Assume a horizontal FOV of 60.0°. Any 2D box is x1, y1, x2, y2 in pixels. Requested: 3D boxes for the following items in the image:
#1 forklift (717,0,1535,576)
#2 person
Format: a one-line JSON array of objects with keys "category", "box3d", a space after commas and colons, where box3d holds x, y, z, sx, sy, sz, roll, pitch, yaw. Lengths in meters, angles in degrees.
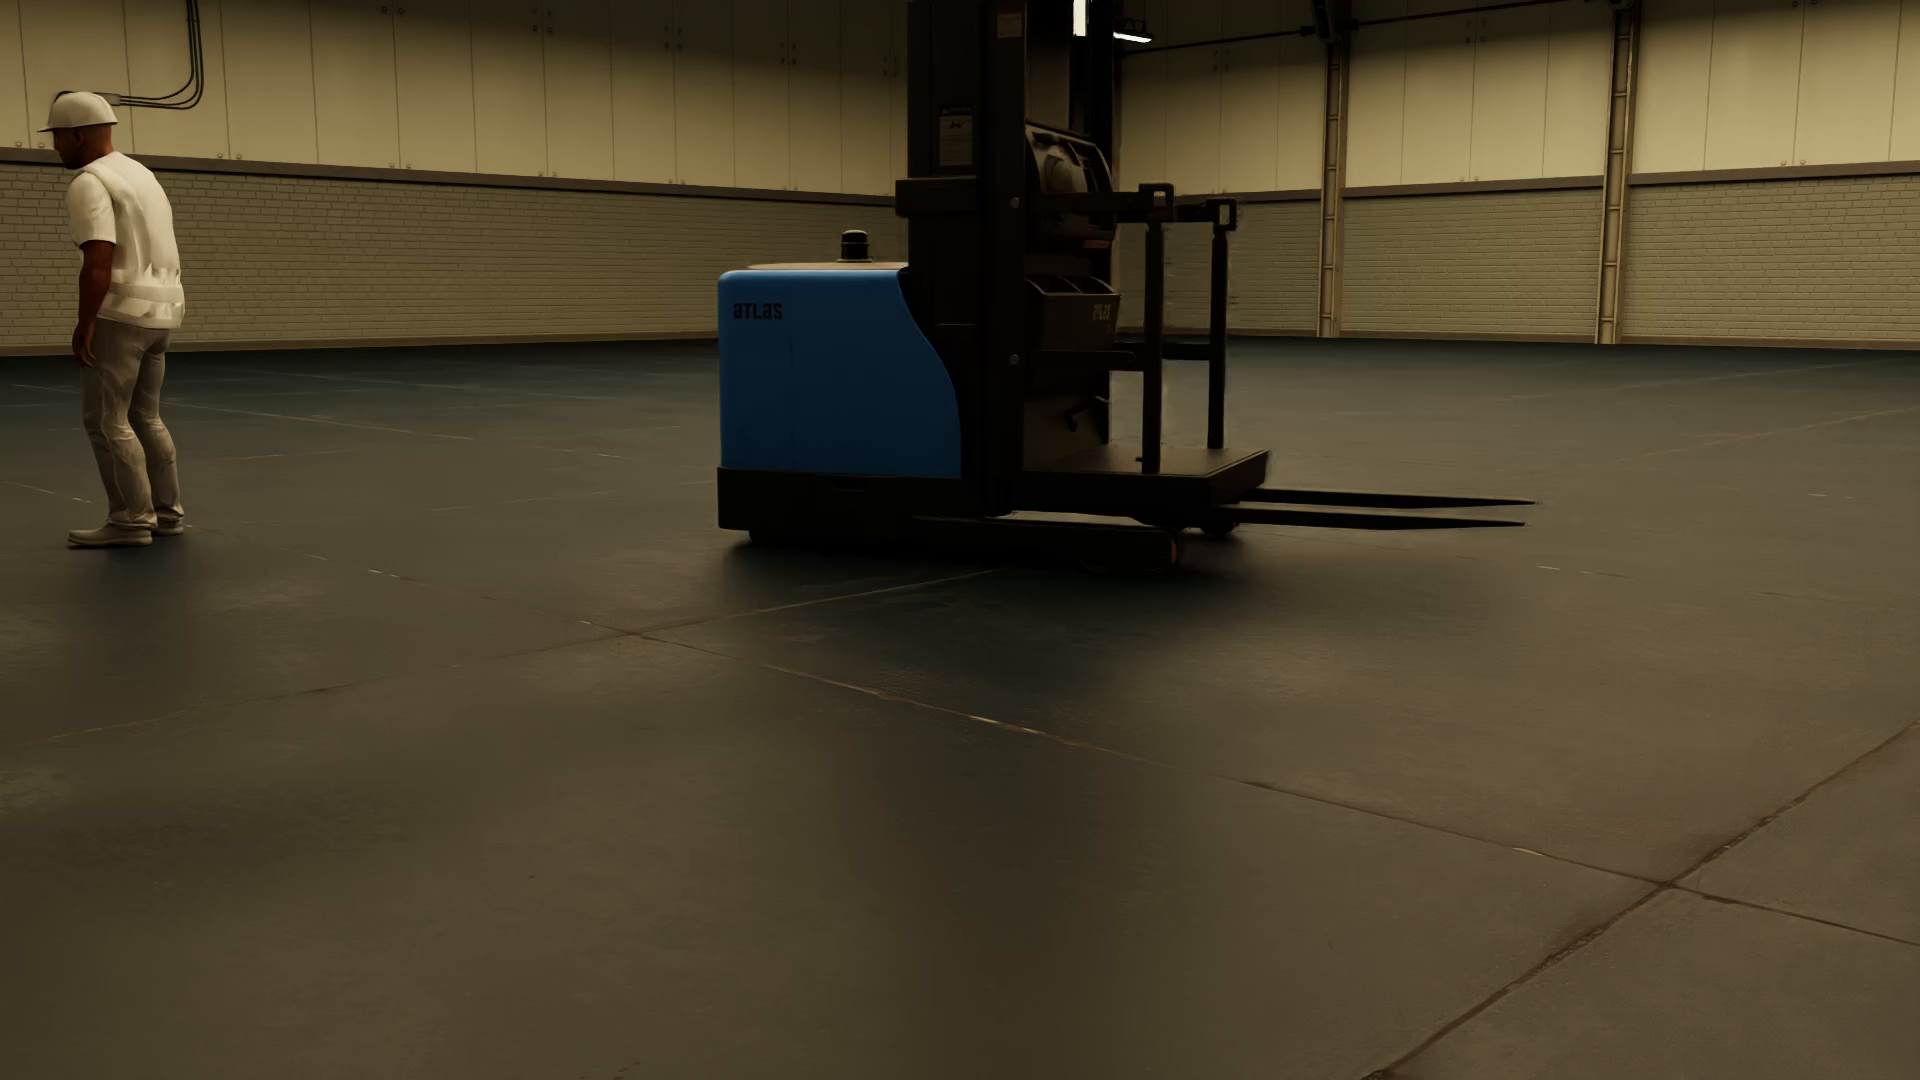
[{"category": "forklift", "box3d": [0.611, -1.413, 6.257, 3.031, 2.935, 1.130, 3, 9, 22]}, {"category": "person", "box3d": [-3.330, -0.866, 6.571, 0.463, 1.759, 0.626, 0, 9, -1]}]
